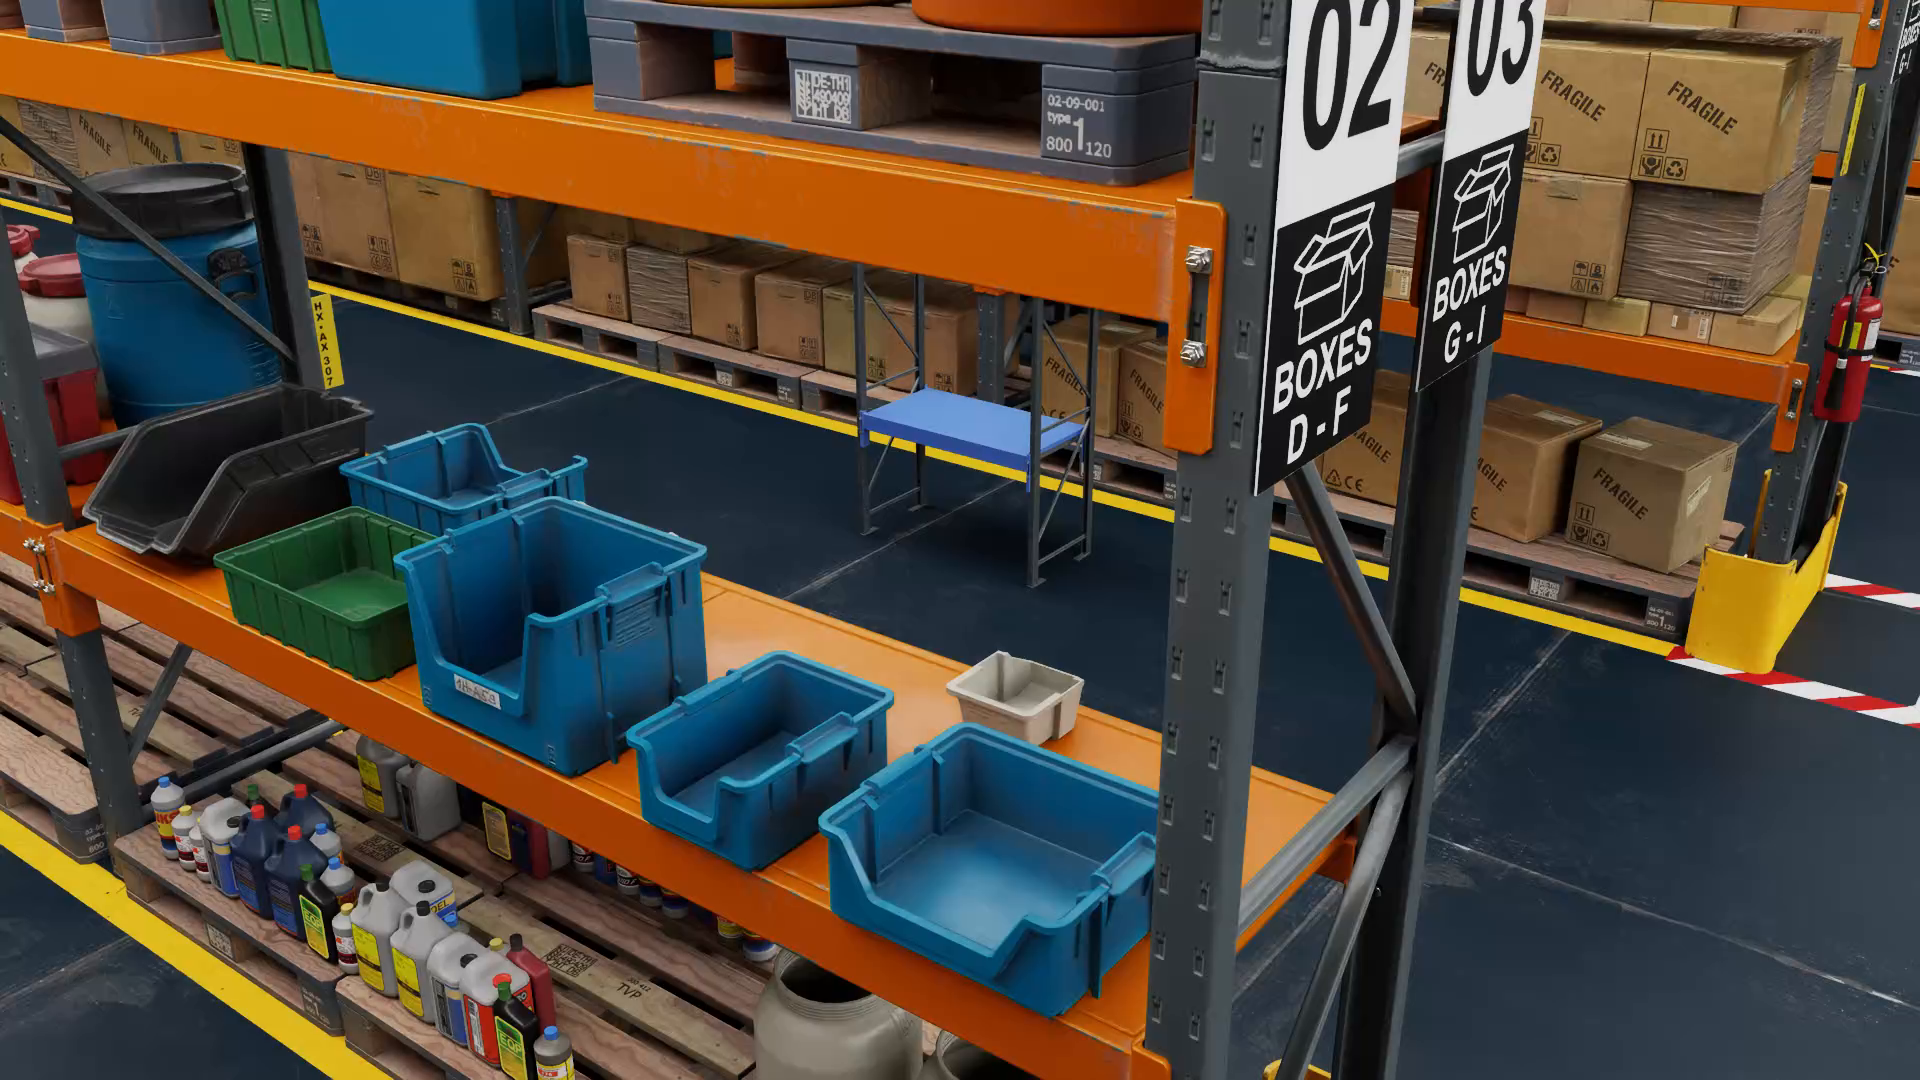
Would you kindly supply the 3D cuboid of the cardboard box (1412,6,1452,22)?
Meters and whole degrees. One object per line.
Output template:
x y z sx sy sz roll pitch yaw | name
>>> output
2.163 -2.233 7.864 0.500 0.500 0.500 17 29 33 | cardboard box

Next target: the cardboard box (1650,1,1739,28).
5.058 -3.619 11.219 0.500 0.550 0.875 17 29 33 | cardboard box

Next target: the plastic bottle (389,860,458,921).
-1.574 1.090 4.889 0.135 0.276 0.152 17 29 33 | plastic bottle

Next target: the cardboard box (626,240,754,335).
-1.761 -1.716 10.979 0.500 0.500 0.700 14 27 29 | cardboard box

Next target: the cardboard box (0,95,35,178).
-8.602 -3.970 15.654 0.875 0.875 0.875 17 29 33 | cardboard box

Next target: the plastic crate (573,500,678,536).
-1.080 0.053 4.738 0.437 0.136 0.530 17 29 33 | plastic crate

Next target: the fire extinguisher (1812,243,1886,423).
3.456 -0.798 6.437 0.183 0.674 0.296 17 29 33 | fire extinguisher

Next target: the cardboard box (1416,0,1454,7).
3.770 -4.015 12.118 0.550 0.550 0.875 17 29 33 | cardboard box

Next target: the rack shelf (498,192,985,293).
-1.161 -2.131 10.260 4.000 0.370 1.077 17 29 33 | rack shelf

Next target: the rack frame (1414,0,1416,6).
3.495 -3.553 12.593 0.127 3.000 1.000 17 29 33 | rack frame

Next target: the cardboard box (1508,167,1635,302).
2.745 -1.416 7.250 0.500 0.500 0.875 17 29 33 | cardboard box

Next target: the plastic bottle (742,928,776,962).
-0.594 1.096 4.879 0.097 0.271 0.097 0 24 0 | plastic bottle

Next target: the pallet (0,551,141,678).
-4.163 0.425 7.024 1.213 0.211 1.003 17 29 33 | pallet

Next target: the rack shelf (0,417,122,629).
-4.131 -0.533 6.633 4.000 0.370 1.077 17 29 33 | rack shelf

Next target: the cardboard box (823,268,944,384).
-0.409 -1.311 10.061 0.500 0.500 0.700 17 29 33 | cardboard box

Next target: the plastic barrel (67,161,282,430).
-2.658 -0.800 5.723 0.708 0.901 0.600 17 29 33 | plastic barrel

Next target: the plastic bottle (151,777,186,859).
-2.539 0.887 5.356 0.097 0.271 0.097 0 24 0 | plastic bottle

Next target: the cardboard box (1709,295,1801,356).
3.289 -0.897 6.878 0.250 0.149 0.380 17 29 33 | cardboard box

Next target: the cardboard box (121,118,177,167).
-6.442 -3.317 14.172 0.875 0.875 0.875 17 29 33 | cardboard box

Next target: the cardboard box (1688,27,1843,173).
3.364 -1.870 7.041 0.500 0.500 0.500 17 29 33 | cardboard box

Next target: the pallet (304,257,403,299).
-4.319 -2.178 12.932 1.213 0.211 1.003 17 29 33 | pallet

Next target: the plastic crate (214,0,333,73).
-1.432 -1.185 3.763 0.450 0.188 0.336 17 29 33 | plastic crate

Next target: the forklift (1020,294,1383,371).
1.134 -2.507 10.305 3.031 2.935 1.130 16 29 32 | forklift

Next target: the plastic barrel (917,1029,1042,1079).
0.098 1.400 3.917 0.421 0.512 0.421 0 24 0 | plastic barrel

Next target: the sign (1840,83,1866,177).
3.292 -1.510 6.129 0.005 0.325 0.100 17 29 33 | sign

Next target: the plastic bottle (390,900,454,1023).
-1.494 1.154 4.650 0.185 0.351 0.144 18 30 35 | plastic bottle

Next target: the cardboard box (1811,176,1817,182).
5.408 -2.160 11.547 0.875 0.875 0.875 16 29 32 | cardboard box

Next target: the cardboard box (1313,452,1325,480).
1.743 -0.655 8.595 0.500 0.500 0.500 14 27 29 | cardboard box

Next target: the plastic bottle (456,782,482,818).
-1.689 0.741 5.588 0.185 0.351 0.144 15 28 31 | plastic bottle

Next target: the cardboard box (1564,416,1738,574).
3.151 -0.214 7.596 0.500 0.500 0.500 -20 31 -38 | cardboard box

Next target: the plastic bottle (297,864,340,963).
-1.876 1.091 4.877 0.133 0.283 0.061 18 30 36 | plastic bottle

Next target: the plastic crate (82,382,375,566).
-2.188 -0.183 5.022 0.504 0.338 0.767 17 29 33 | plastic crate

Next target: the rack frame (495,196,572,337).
-2.761 -2.944 11.212 0.127 3.000 1.000 17 29 33 | rack frame

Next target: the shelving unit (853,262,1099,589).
0.068 -0.666 7.901 1.048 1.500 0.538 17 29 33 | shelving unit

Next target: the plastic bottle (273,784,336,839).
-2.047 0.914 5.194 0.185 0.351 0.144 17 29 33 | plastic bottle

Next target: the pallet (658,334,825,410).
-1.165 -1.184 10.675 1.213 0.211 1.003 17 29 33 | pallet

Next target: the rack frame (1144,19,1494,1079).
0.670 0.588 3.195 0.127 3.000 1.000 17 29 33 | rack frame

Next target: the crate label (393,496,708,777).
-0.965 0.214 4.000 0.616 0.435 0.502 17 29 33 | crate label

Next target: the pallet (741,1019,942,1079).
-0.066 1.663 4.214 1.213 0.211 1.003 17 29 33 | pallet

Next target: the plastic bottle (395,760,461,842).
-1.758 0.829 5.481 0.135 0.276 0.152 17 29 33 | plastic bottle

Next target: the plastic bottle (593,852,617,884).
-1.110 0.940 5.234 0.097 0.271 0.097 0 24 0 | plastic bottle

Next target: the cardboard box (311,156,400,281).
-4.009 -2.556 12.445 0.875 0.875 1.225 17 29 33 | cardboard box

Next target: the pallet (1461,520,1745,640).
2.951 0.040 7.897 1.213 0.211 1.003 17 29 33 | pallet

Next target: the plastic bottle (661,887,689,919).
-0.868 1.014 5.068 0.097 0.271 0.097 0 24 0 | plastic bottle

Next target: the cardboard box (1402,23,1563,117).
2.250 -1.943 7.207 0.500 0.500 0.500 17 29 33 | cardboard box

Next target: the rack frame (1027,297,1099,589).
0.475 -0.543 7.622 0.032 1.500 0.500 17 29 33 | rack frame

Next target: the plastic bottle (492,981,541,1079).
-1.167 1.305 4.391 0.133 0.283 0.061 18 29 35 | plastic bottle

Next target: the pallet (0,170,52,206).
-8.476 -3.435 15.784 1.213 0.211 1.003 17 29 33 | pallet

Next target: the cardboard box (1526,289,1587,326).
2.667 -1.067 7.263 0.250 0.149 0.380 17 29 33 | cardboard box

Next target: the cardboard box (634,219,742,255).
-1.776 -2.068 10.847 0.500 0.250 0.500 21 31 39 | cardboard box

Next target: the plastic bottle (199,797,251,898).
-2.264 0.954 5.197 0.135 0.276 0.152 18 30 35 | plastic bottle

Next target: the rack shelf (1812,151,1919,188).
5.096 -2.740 11.641 4.000 0.370 1.077 17 29 33 | rack shelf

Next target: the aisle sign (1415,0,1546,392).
0.903 -0.679 2.846 0.004 0.787 0.394 17 29 33 | aisle sign
